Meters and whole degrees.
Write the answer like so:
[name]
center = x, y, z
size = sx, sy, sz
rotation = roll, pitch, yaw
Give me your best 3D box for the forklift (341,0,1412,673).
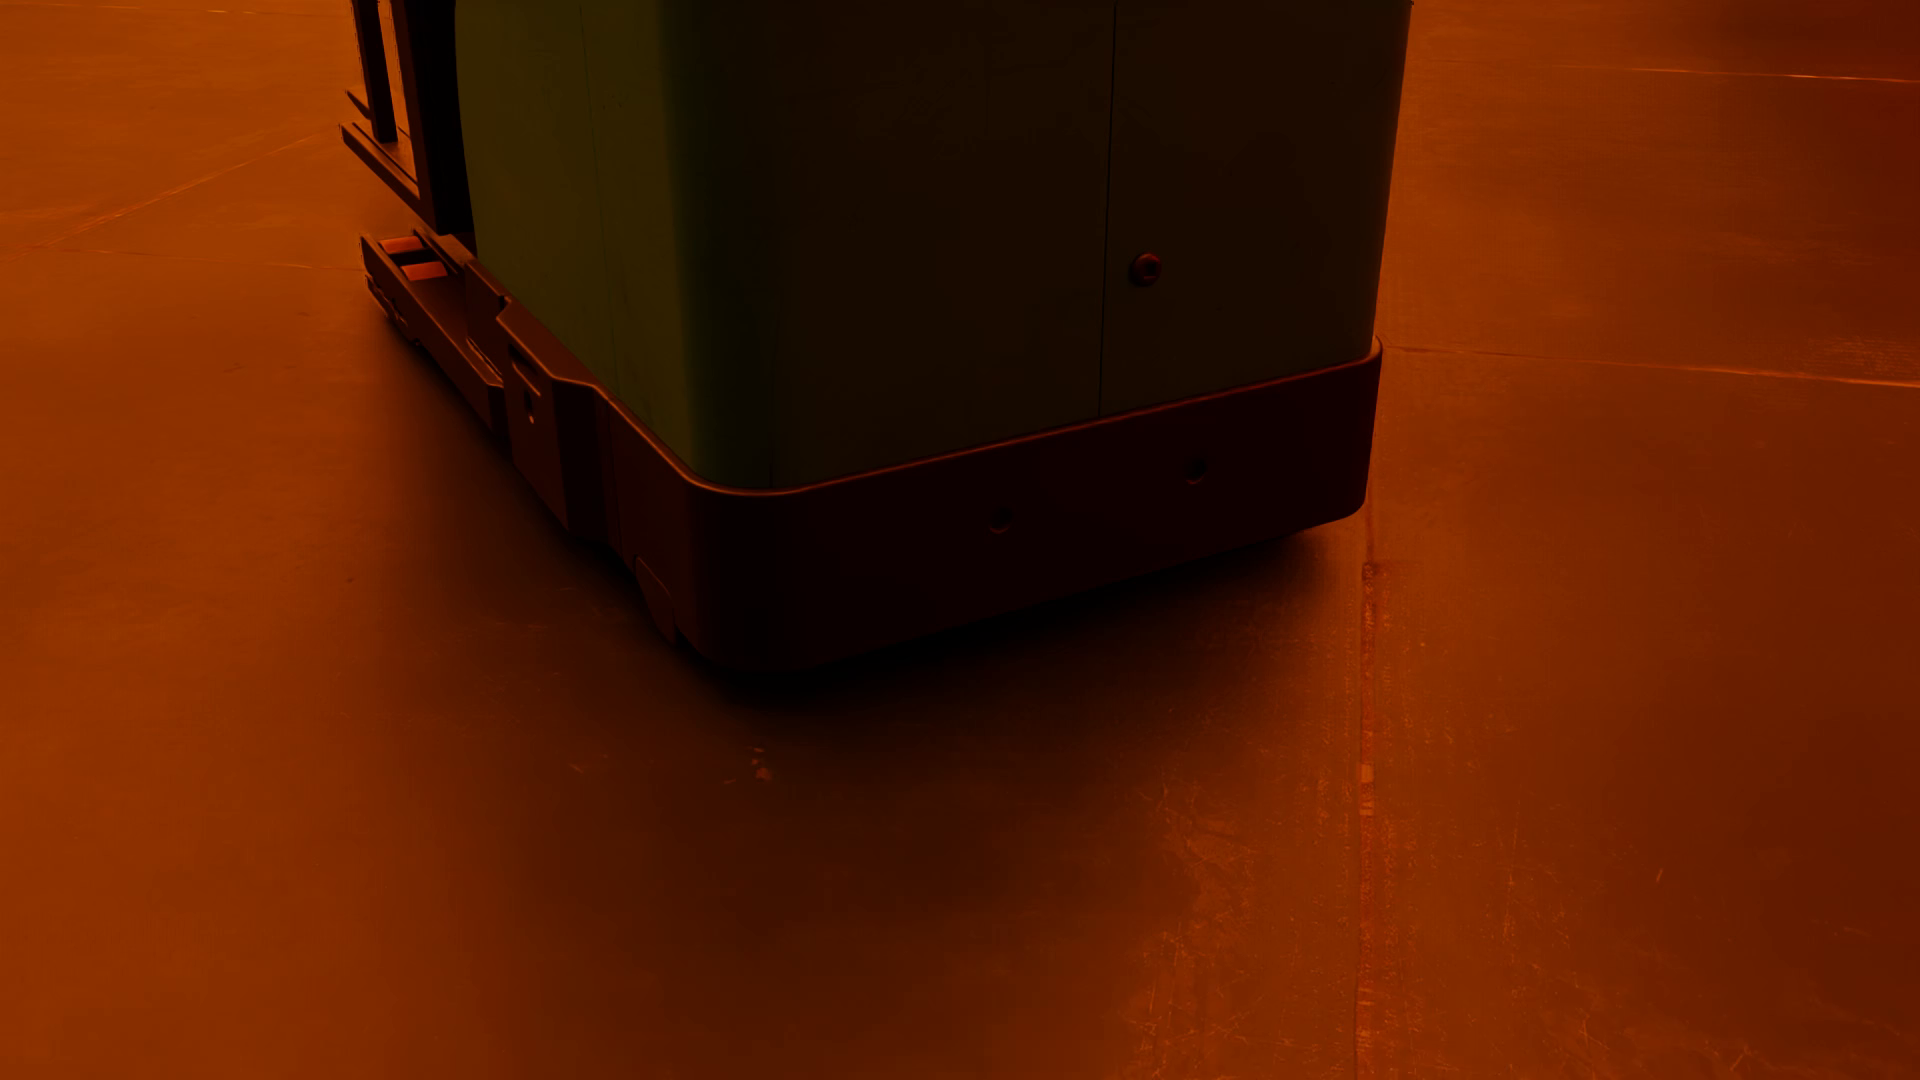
[forklift]
center = -0.561, -1.775, 2.764
size = 1.130, 2.935, 3.031
rotation = -14, 30, -26
